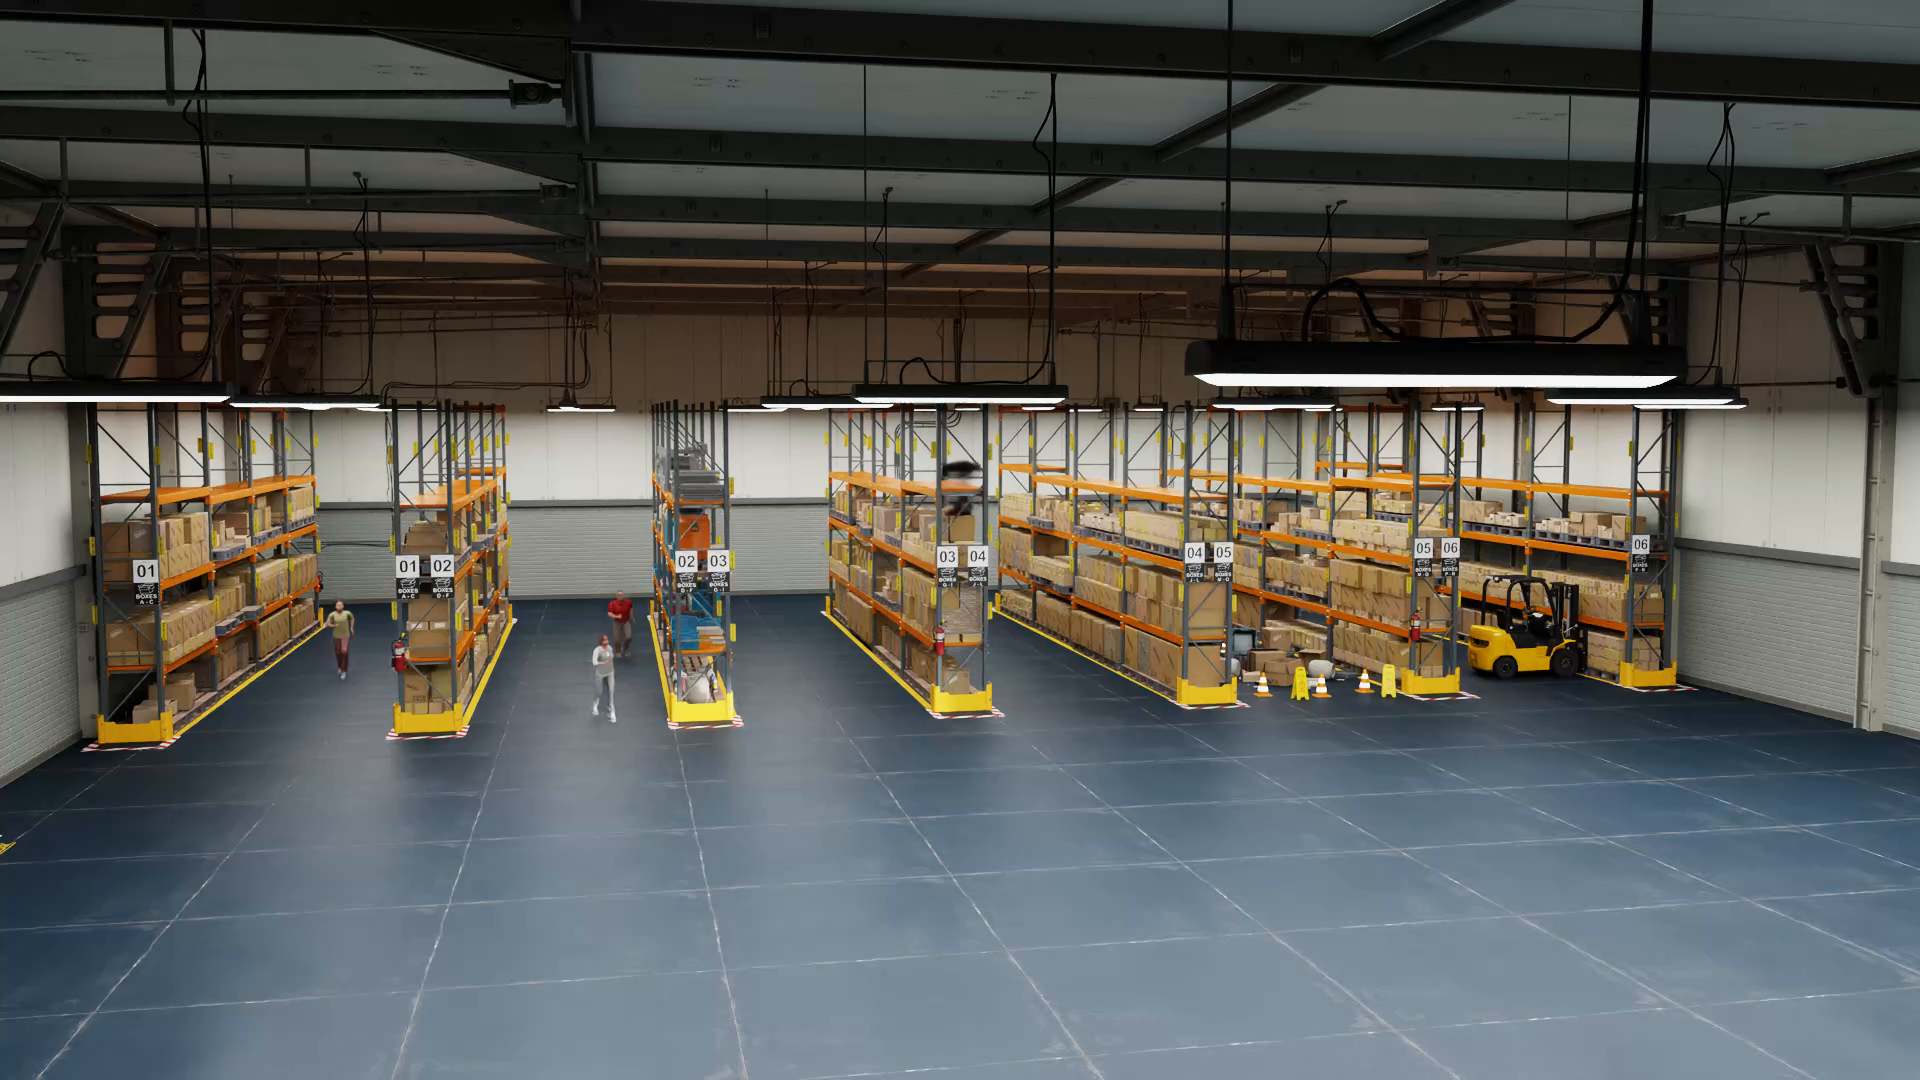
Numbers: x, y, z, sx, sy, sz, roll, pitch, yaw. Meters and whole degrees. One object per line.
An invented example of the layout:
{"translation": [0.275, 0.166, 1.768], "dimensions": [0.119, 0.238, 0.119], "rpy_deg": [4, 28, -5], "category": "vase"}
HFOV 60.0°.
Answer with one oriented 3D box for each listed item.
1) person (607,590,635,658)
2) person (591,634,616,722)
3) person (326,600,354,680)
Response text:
{"translation": [-7.911, 1.975, 38.876], "dimensions": [0.674, 1.631, 0.933], "rpy_deg": [-1, 5, -19], "category": "person"}
{"translation": [-6.693, 2.550, 31.175], "dimensions": [0.508, 1.609, 0.861], "rpy_deg": [-3, 5, -35], "category": "person"}
{"translation": [-13.514, 2.146, 36.269], "dimensions": [0.528, 1.718, 0.839], "rpy_deg": [-1, 4, -14], "category": "person"}
